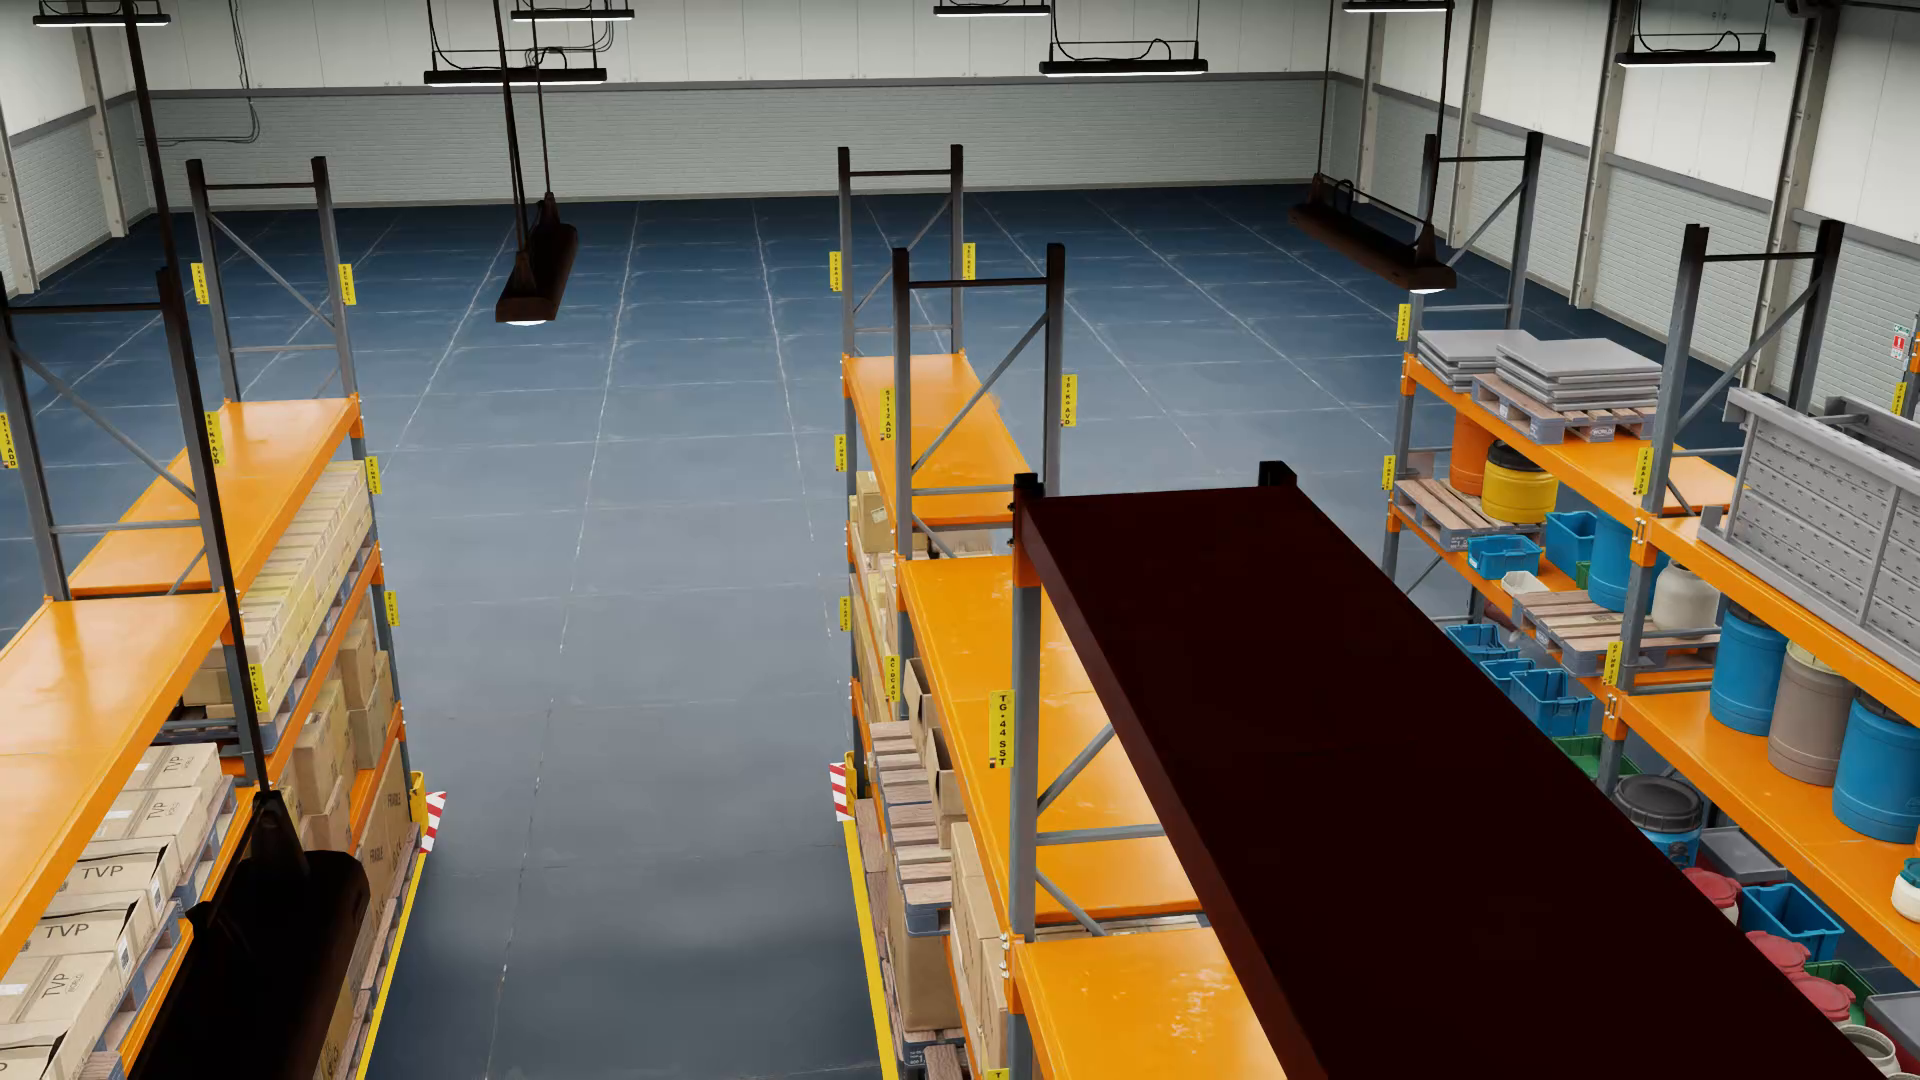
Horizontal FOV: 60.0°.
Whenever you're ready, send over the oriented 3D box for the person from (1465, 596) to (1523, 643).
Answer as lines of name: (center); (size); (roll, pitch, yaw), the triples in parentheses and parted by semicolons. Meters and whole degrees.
person: (5.870, 0.477, 18.195); (0.750, 1.630, 0.430); (7, 23, 18)
